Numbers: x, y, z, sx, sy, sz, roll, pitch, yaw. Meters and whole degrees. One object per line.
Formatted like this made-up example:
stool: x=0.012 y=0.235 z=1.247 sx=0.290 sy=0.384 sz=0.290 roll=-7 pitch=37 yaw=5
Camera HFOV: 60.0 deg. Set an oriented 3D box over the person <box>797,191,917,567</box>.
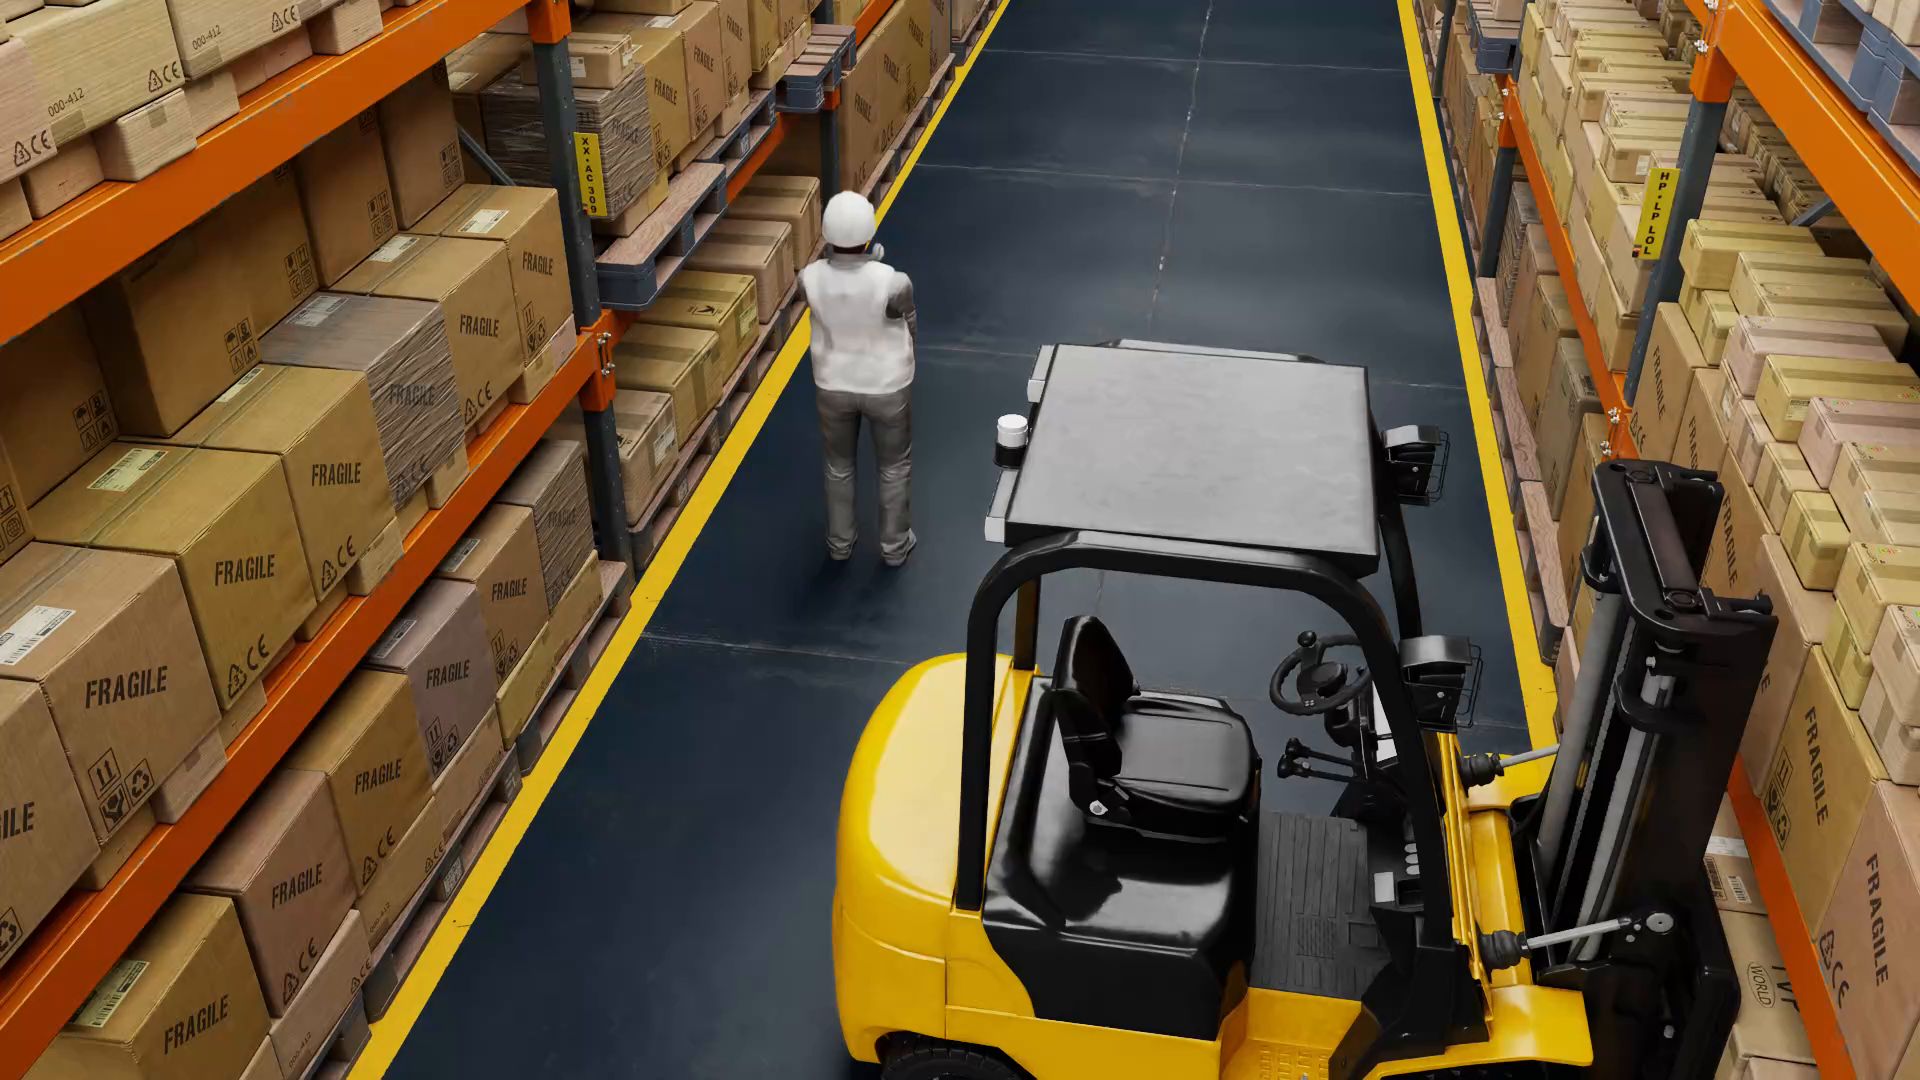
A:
person: x=-0.421 y=-0.735 z=7.290 sx=0.494 sy=1.762 sz=0.564 roll=5 pitch=33 yaw=8
